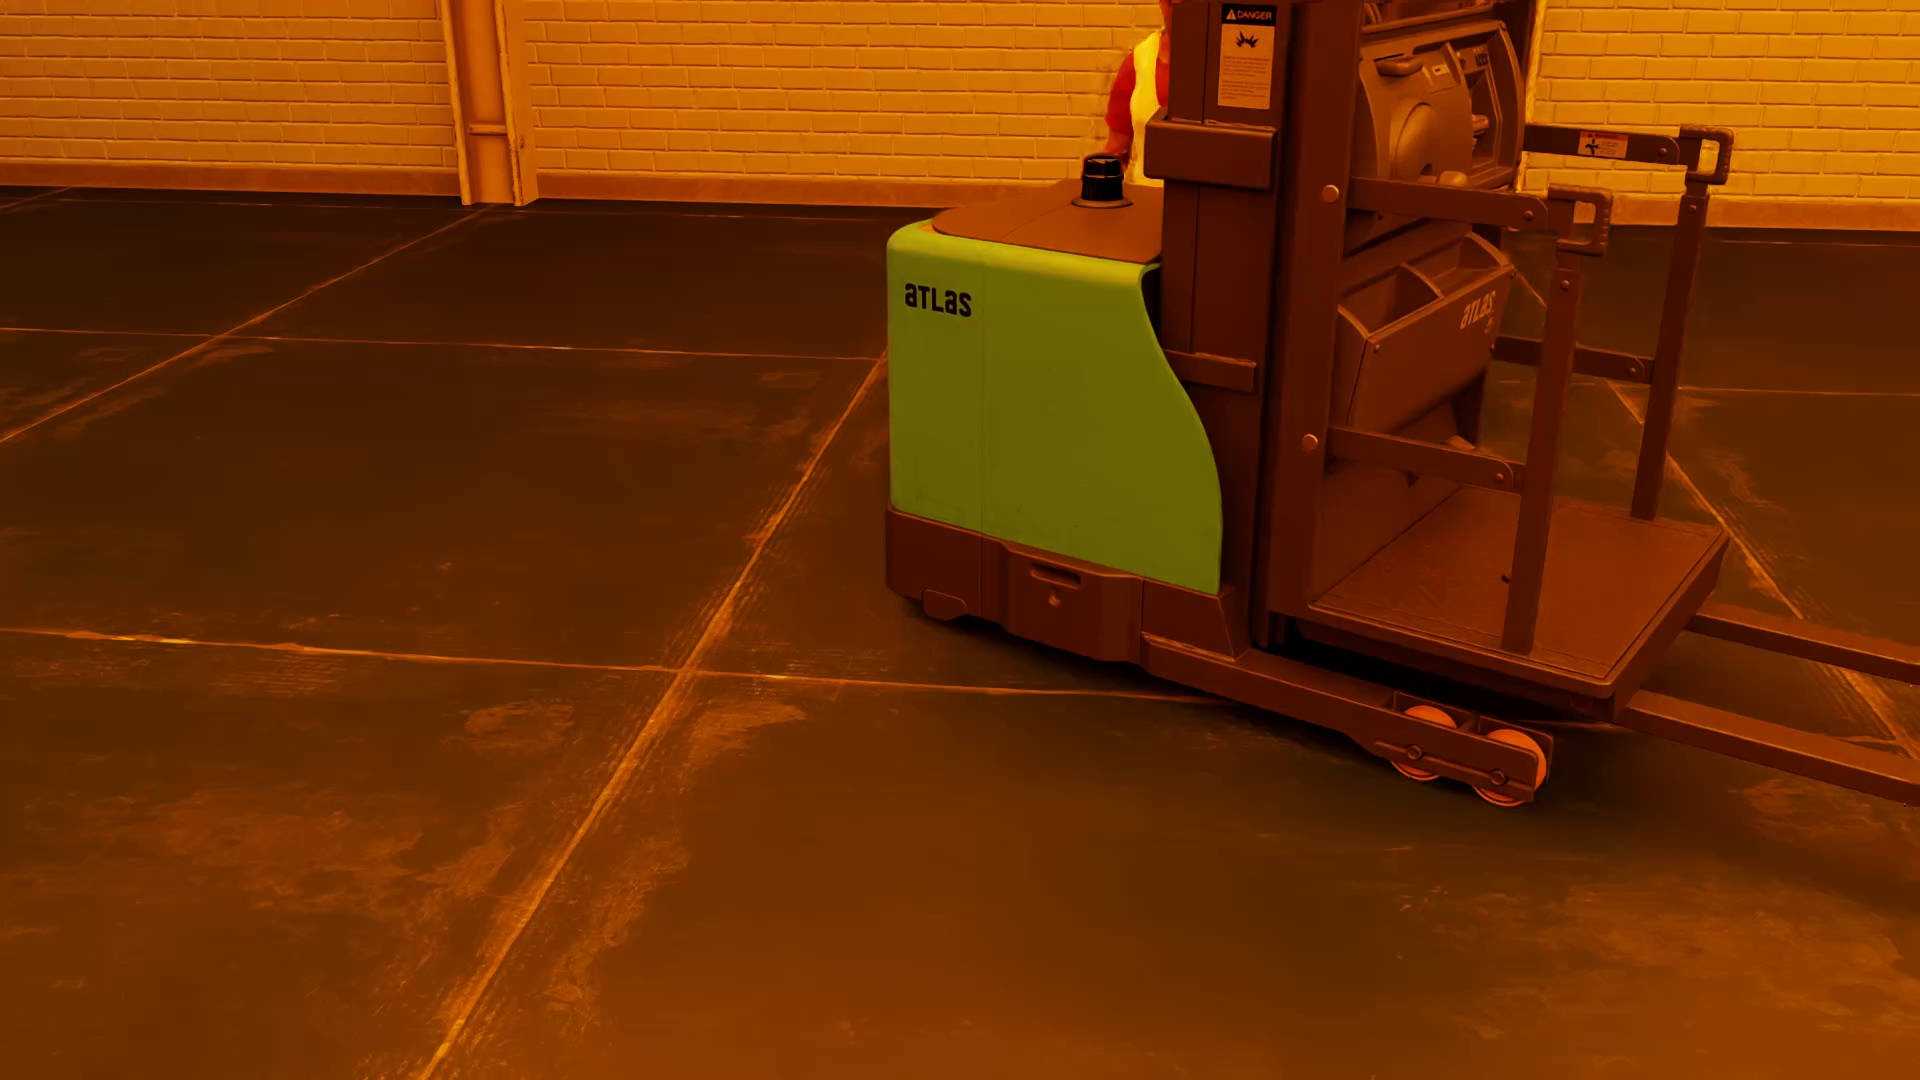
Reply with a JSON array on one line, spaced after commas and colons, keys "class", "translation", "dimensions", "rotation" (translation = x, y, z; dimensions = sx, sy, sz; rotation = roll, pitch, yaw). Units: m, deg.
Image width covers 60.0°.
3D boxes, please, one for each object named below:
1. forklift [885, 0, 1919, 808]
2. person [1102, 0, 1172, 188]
[{"class": "forklift", "translation": [1.284, -0.992, 3.717], "dimensions": [3.031, 2.935, 1.130], "rotation": [15, 26, 33]}, {"class": "person", "translation": [0.737, -1.023, 5.393], "dimensions": [0.805, 1.740, 0.440], "rotation": [14, 26, 31]}]
